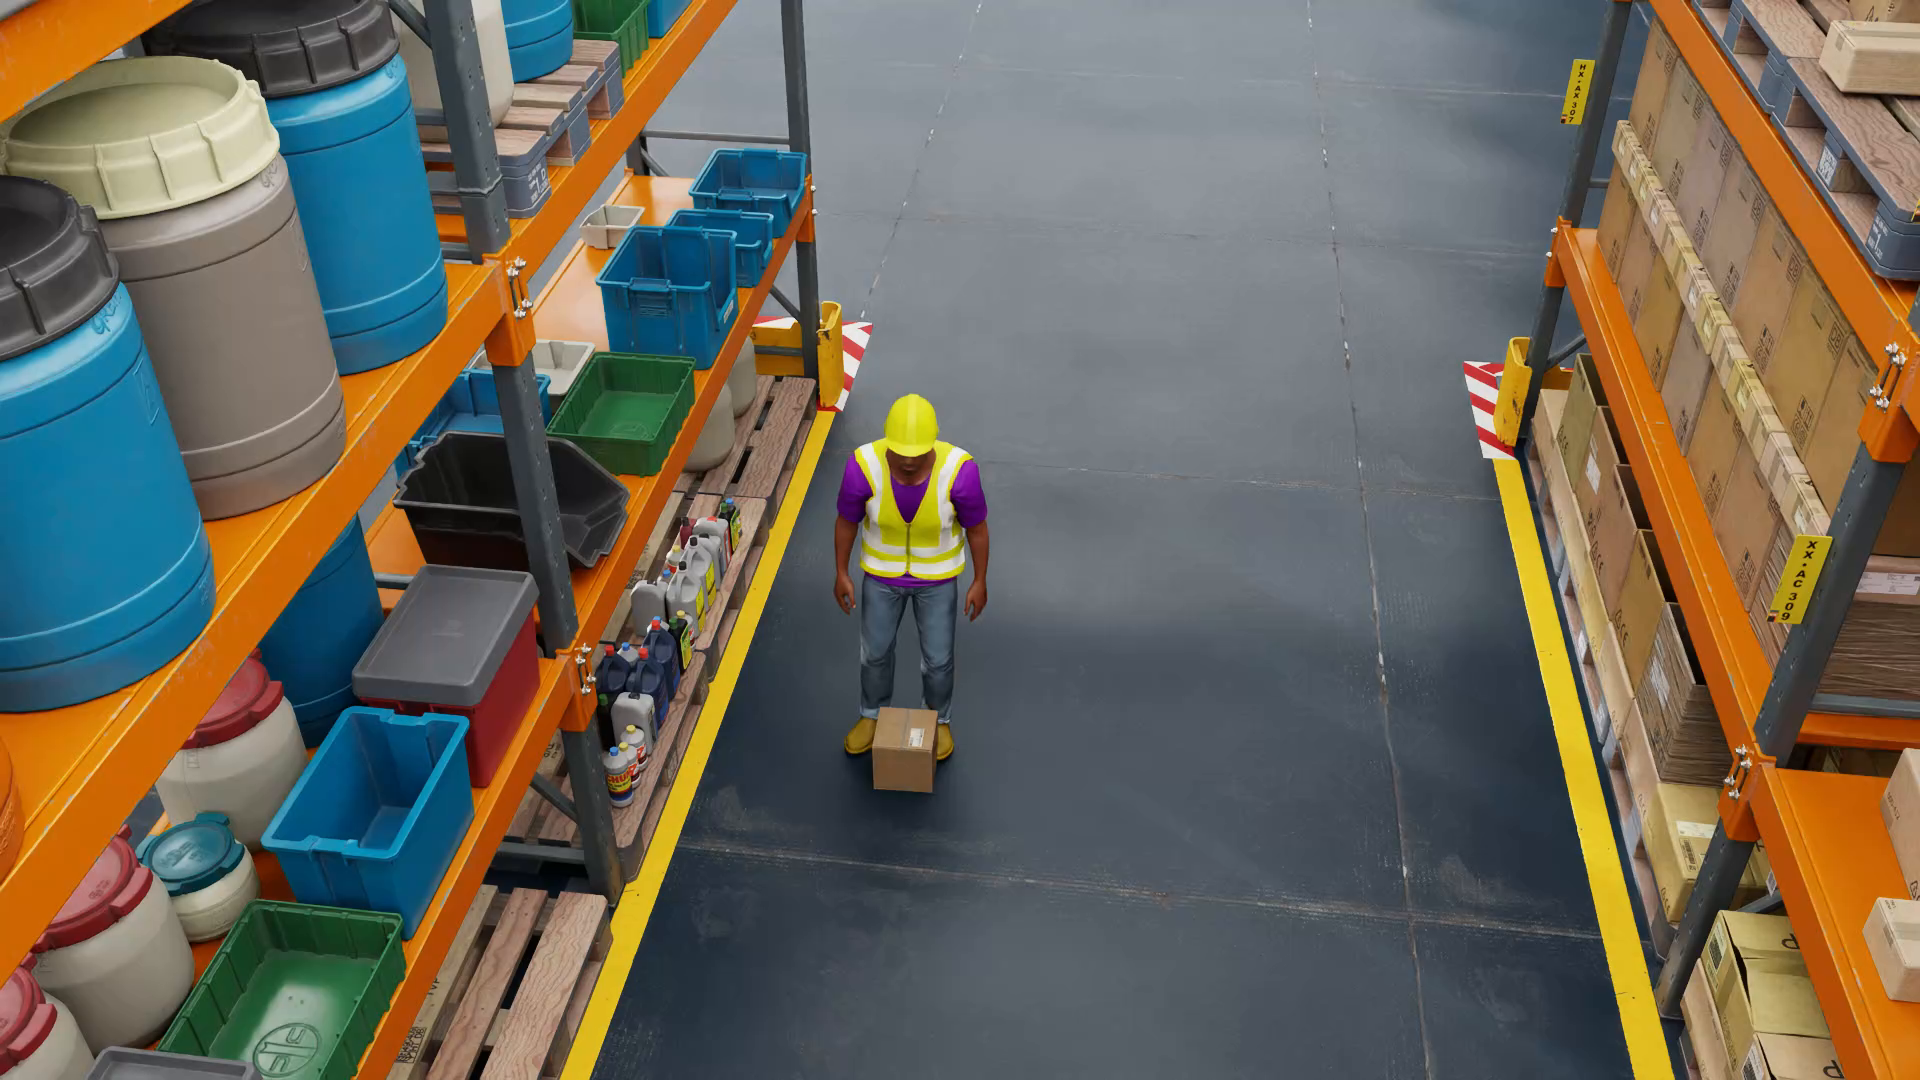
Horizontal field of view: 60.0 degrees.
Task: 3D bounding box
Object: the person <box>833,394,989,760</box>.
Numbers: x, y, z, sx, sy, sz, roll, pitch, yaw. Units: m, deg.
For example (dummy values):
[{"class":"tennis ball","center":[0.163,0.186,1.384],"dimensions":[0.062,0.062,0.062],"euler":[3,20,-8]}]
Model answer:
[{"class":"person","center":[-0.201,0.151,6.816],"dimensions":[0.636,1.761,0.454],"euler":[3,36,4]}]
